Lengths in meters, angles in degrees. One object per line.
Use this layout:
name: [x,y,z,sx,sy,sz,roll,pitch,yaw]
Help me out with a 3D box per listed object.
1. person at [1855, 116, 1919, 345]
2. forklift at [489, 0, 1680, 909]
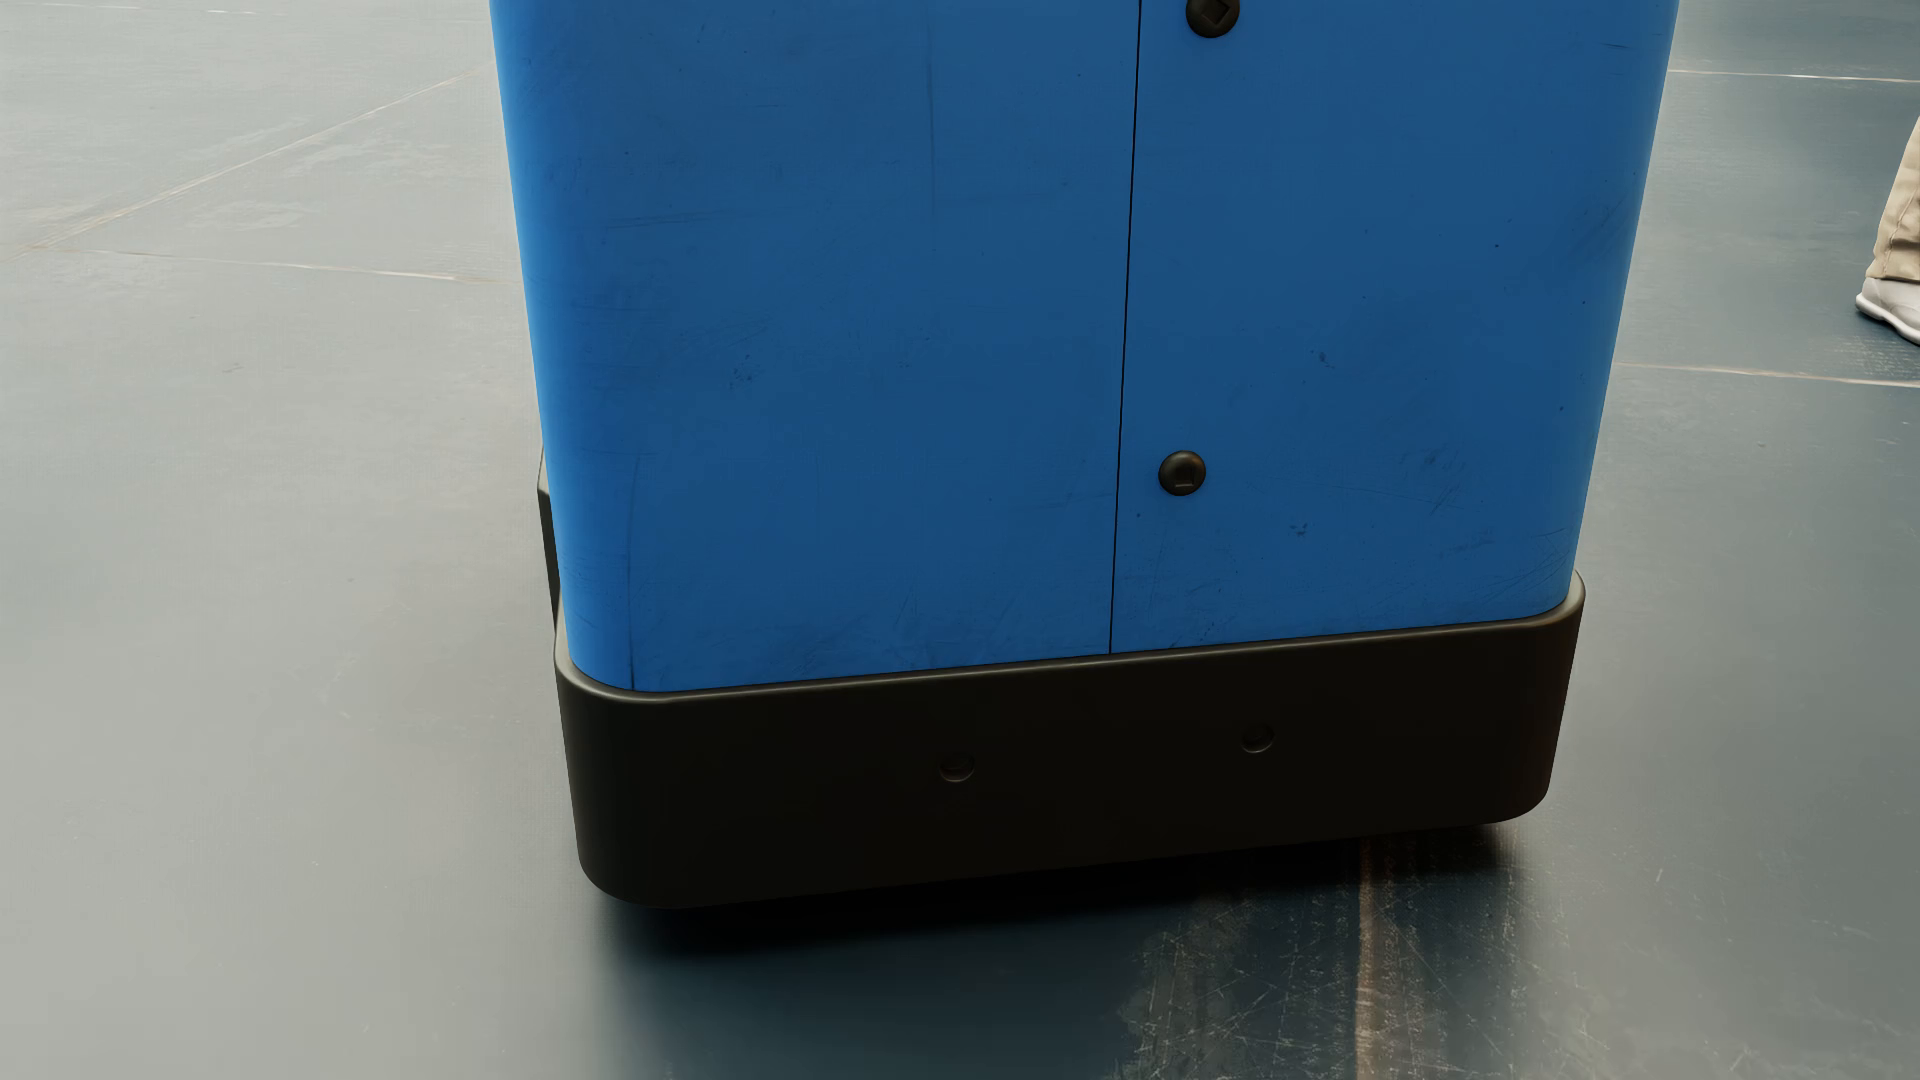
person: [2.089,-1.246,3.051,0.603,1.727,0.389,-15,30,-27]
forklift: [-0.103,-1.588,2.393,1.130,2.935,3.031,-4,27,-8]
